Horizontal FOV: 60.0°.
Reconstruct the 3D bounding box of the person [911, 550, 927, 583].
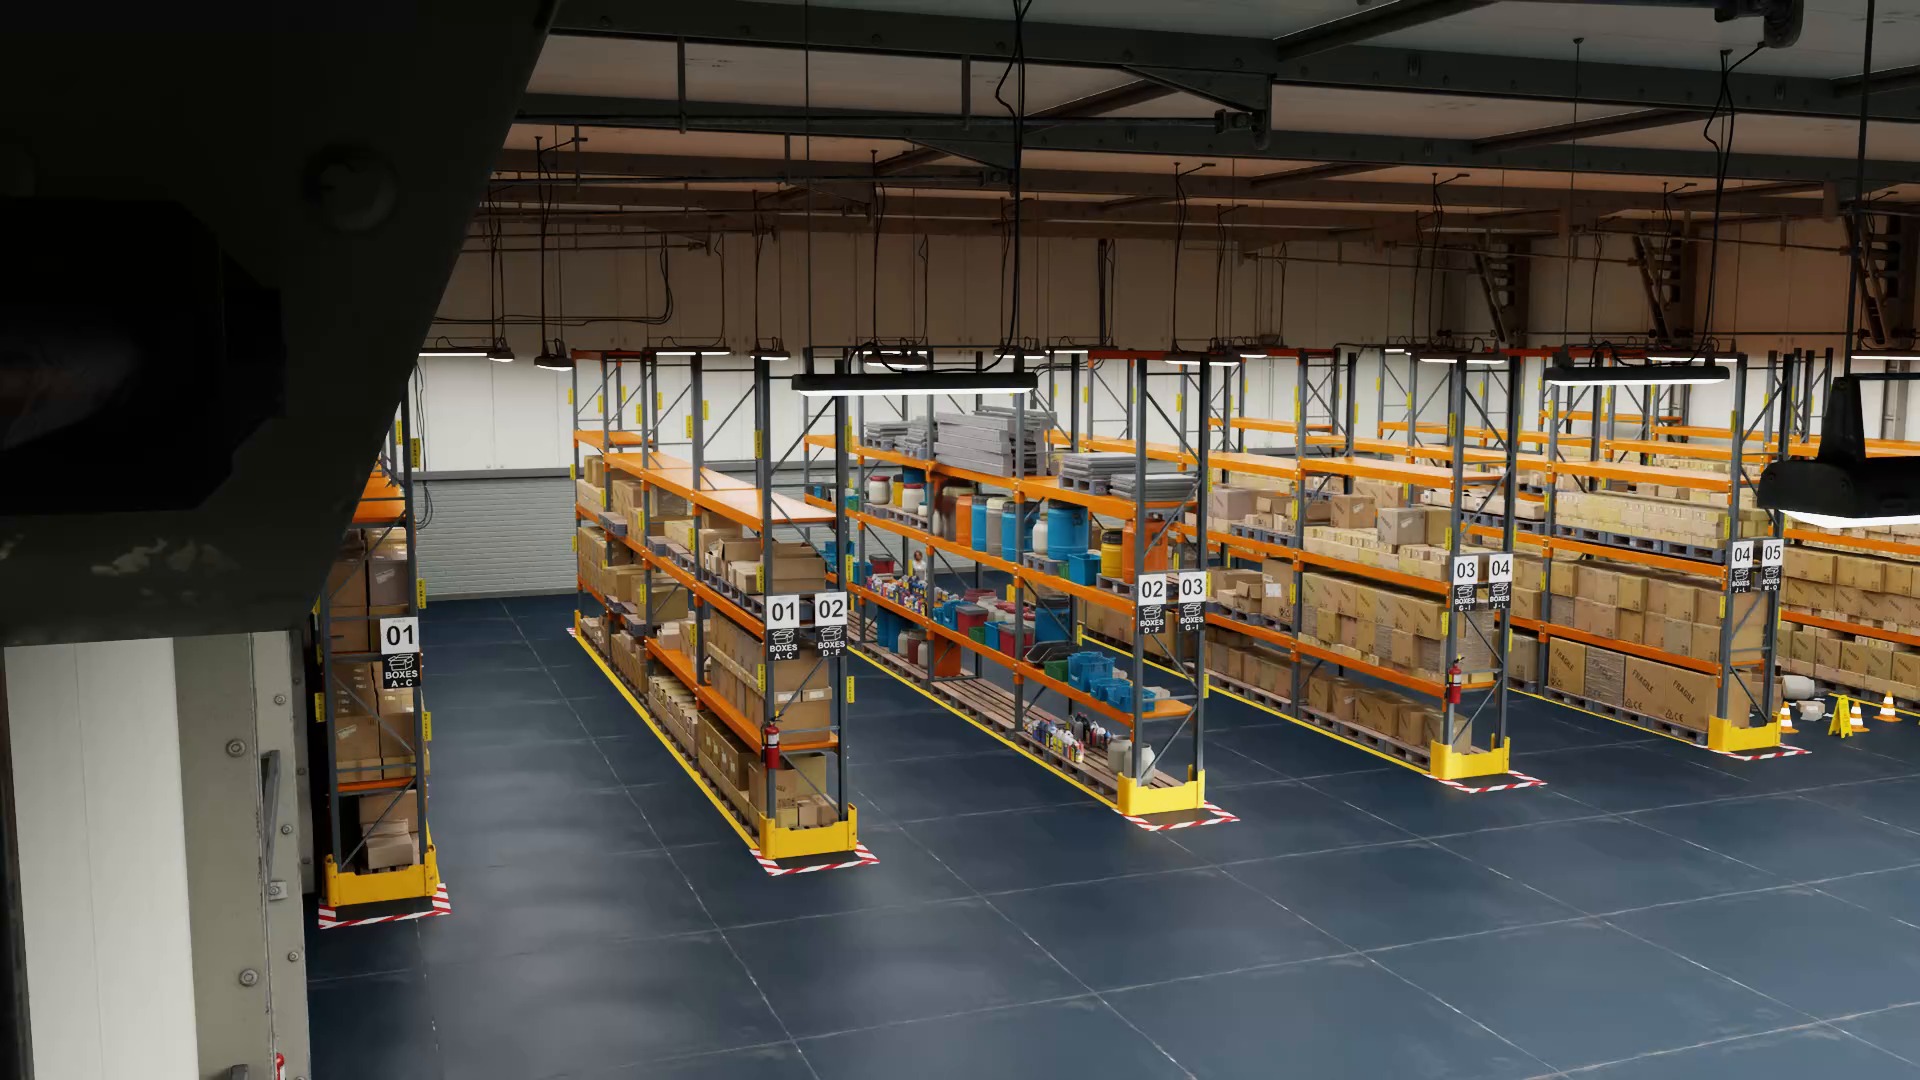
[{"bbox_3d":[-0.909,0.995,36.742,0.465,1.547,0.890,-3,8,-26],"label":"person"}]
